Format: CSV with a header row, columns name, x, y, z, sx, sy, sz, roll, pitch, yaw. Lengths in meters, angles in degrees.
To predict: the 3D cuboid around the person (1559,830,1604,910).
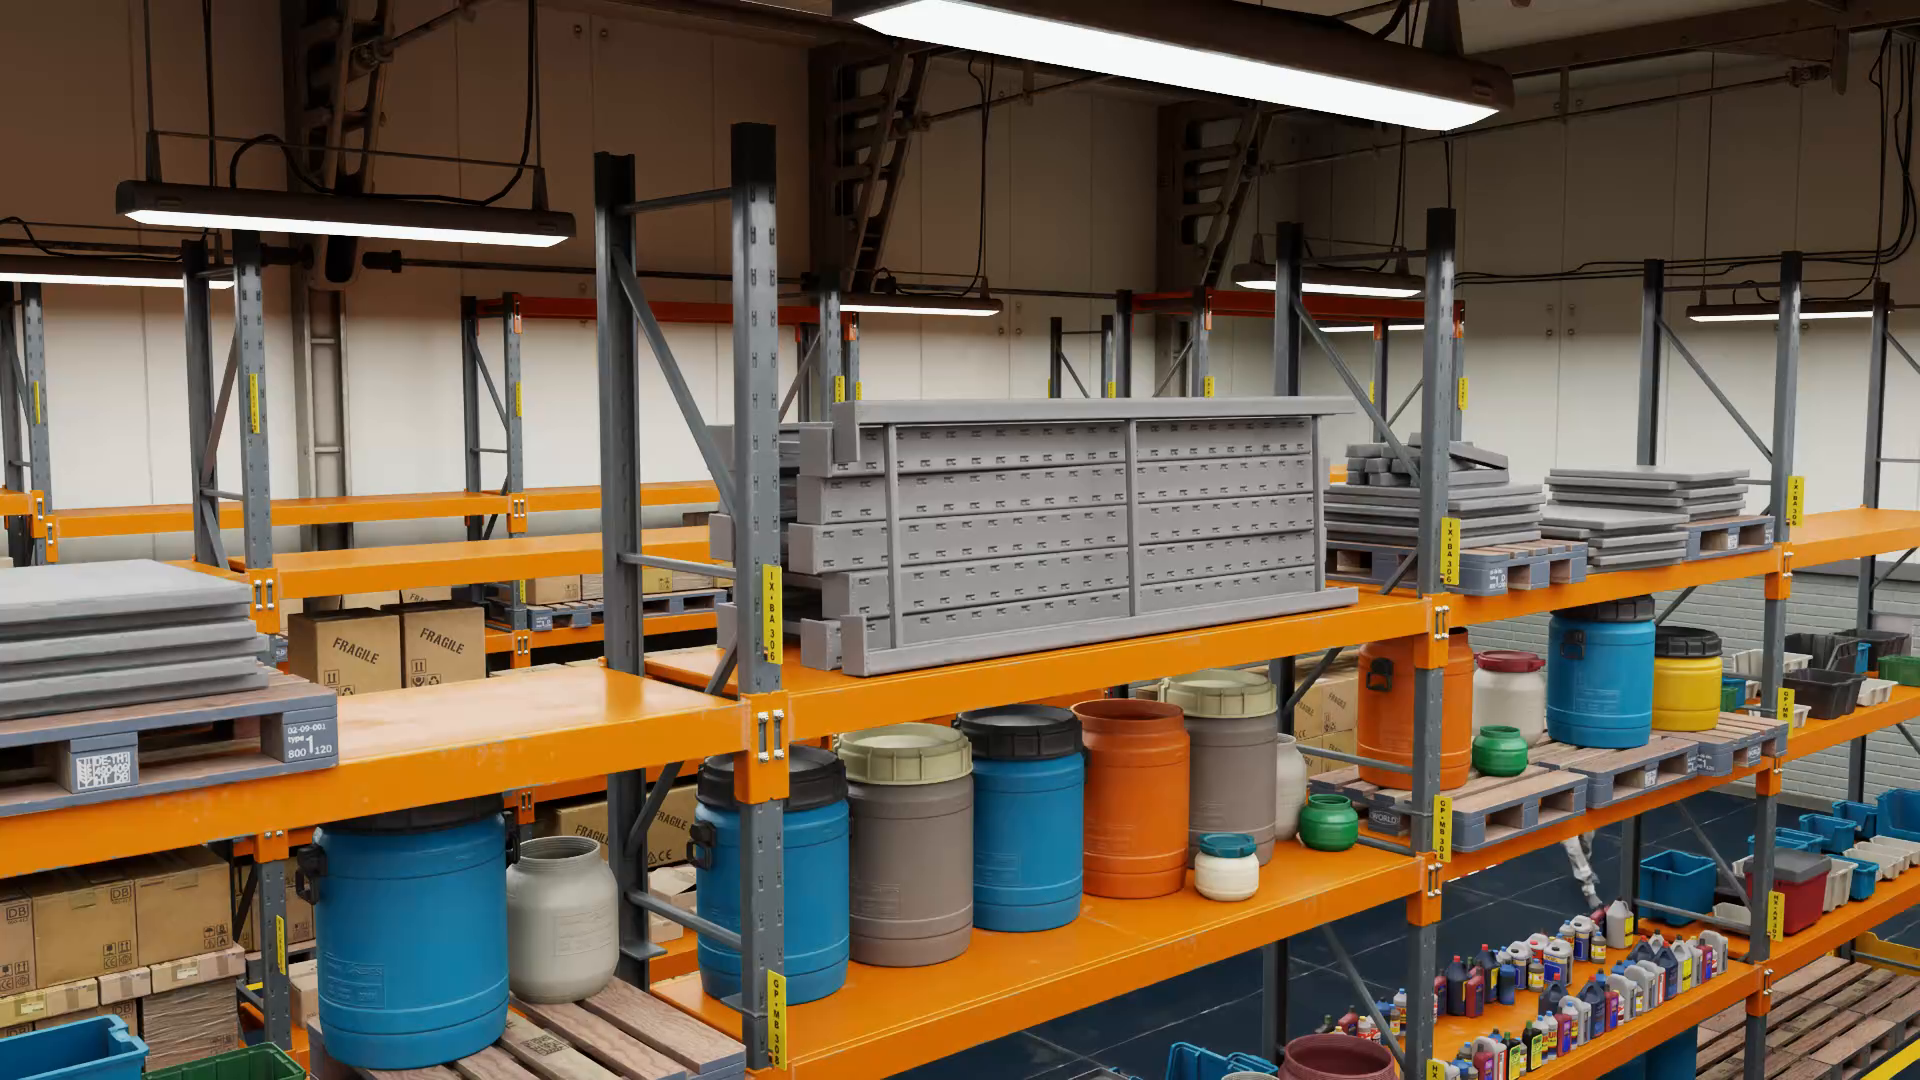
name,x,y,z,sx,sy,sz,roll,pitch,yaw
person,6.106,2.715,16.686,0.738,1.732,1.026,1,6,12
